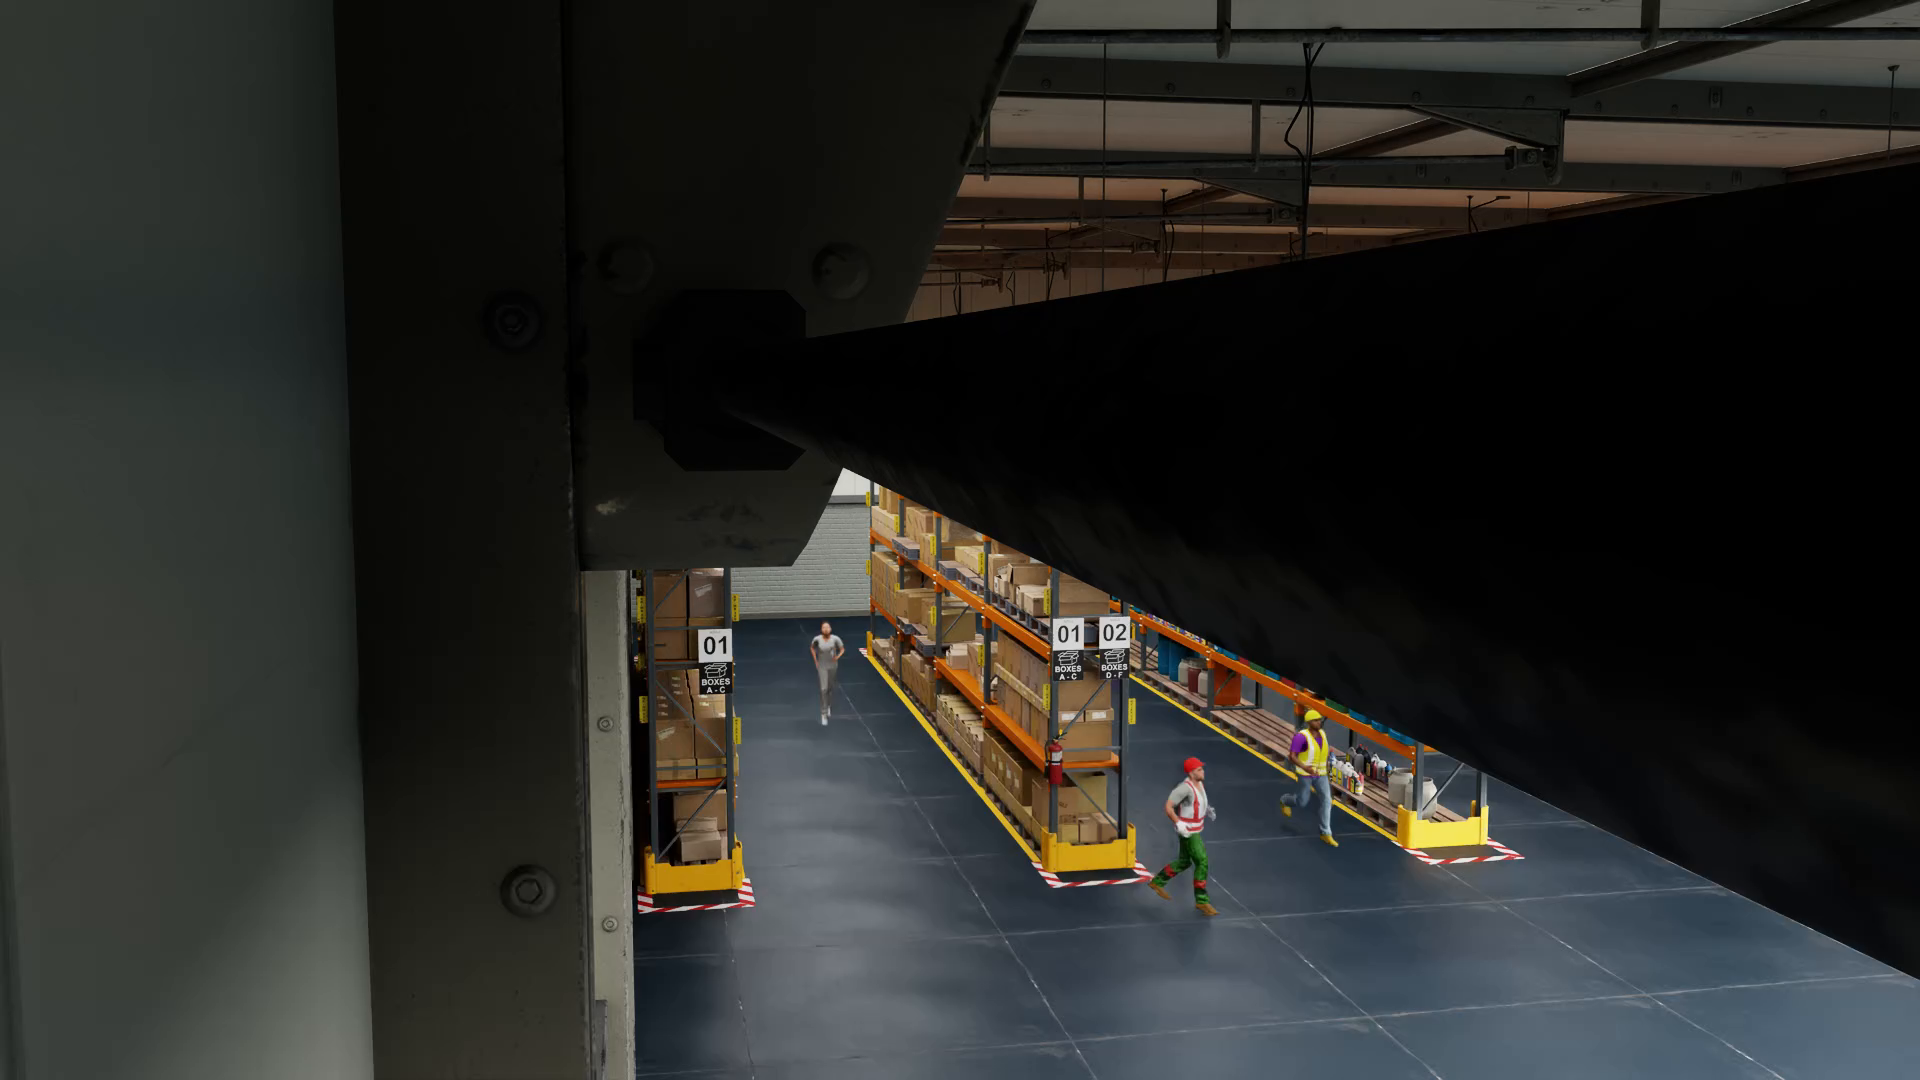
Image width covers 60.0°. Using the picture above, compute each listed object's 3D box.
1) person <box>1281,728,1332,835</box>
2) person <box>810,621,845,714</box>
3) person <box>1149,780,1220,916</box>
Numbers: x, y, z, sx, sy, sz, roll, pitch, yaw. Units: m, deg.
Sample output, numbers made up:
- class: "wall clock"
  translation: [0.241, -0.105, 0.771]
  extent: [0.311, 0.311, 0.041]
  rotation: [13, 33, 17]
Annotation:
- class: "person"
  translation: [4.692, 3.220, 22.413]
  extent: [0.435, 1.413, 0.899]
  rotation: [-3, 7, -24]
- class: "person"
  translation: [-2.271, 2.167, 28.571]
  extent: [0.576, 1.599, 0.665]
  rotation: [-1, 6, -10]
- class: "person"
  translation: [2.636, 3.546, 19.413]
  extent: [0.878, 1.556, 0.621]
  rotation: [2, 6, 22]
